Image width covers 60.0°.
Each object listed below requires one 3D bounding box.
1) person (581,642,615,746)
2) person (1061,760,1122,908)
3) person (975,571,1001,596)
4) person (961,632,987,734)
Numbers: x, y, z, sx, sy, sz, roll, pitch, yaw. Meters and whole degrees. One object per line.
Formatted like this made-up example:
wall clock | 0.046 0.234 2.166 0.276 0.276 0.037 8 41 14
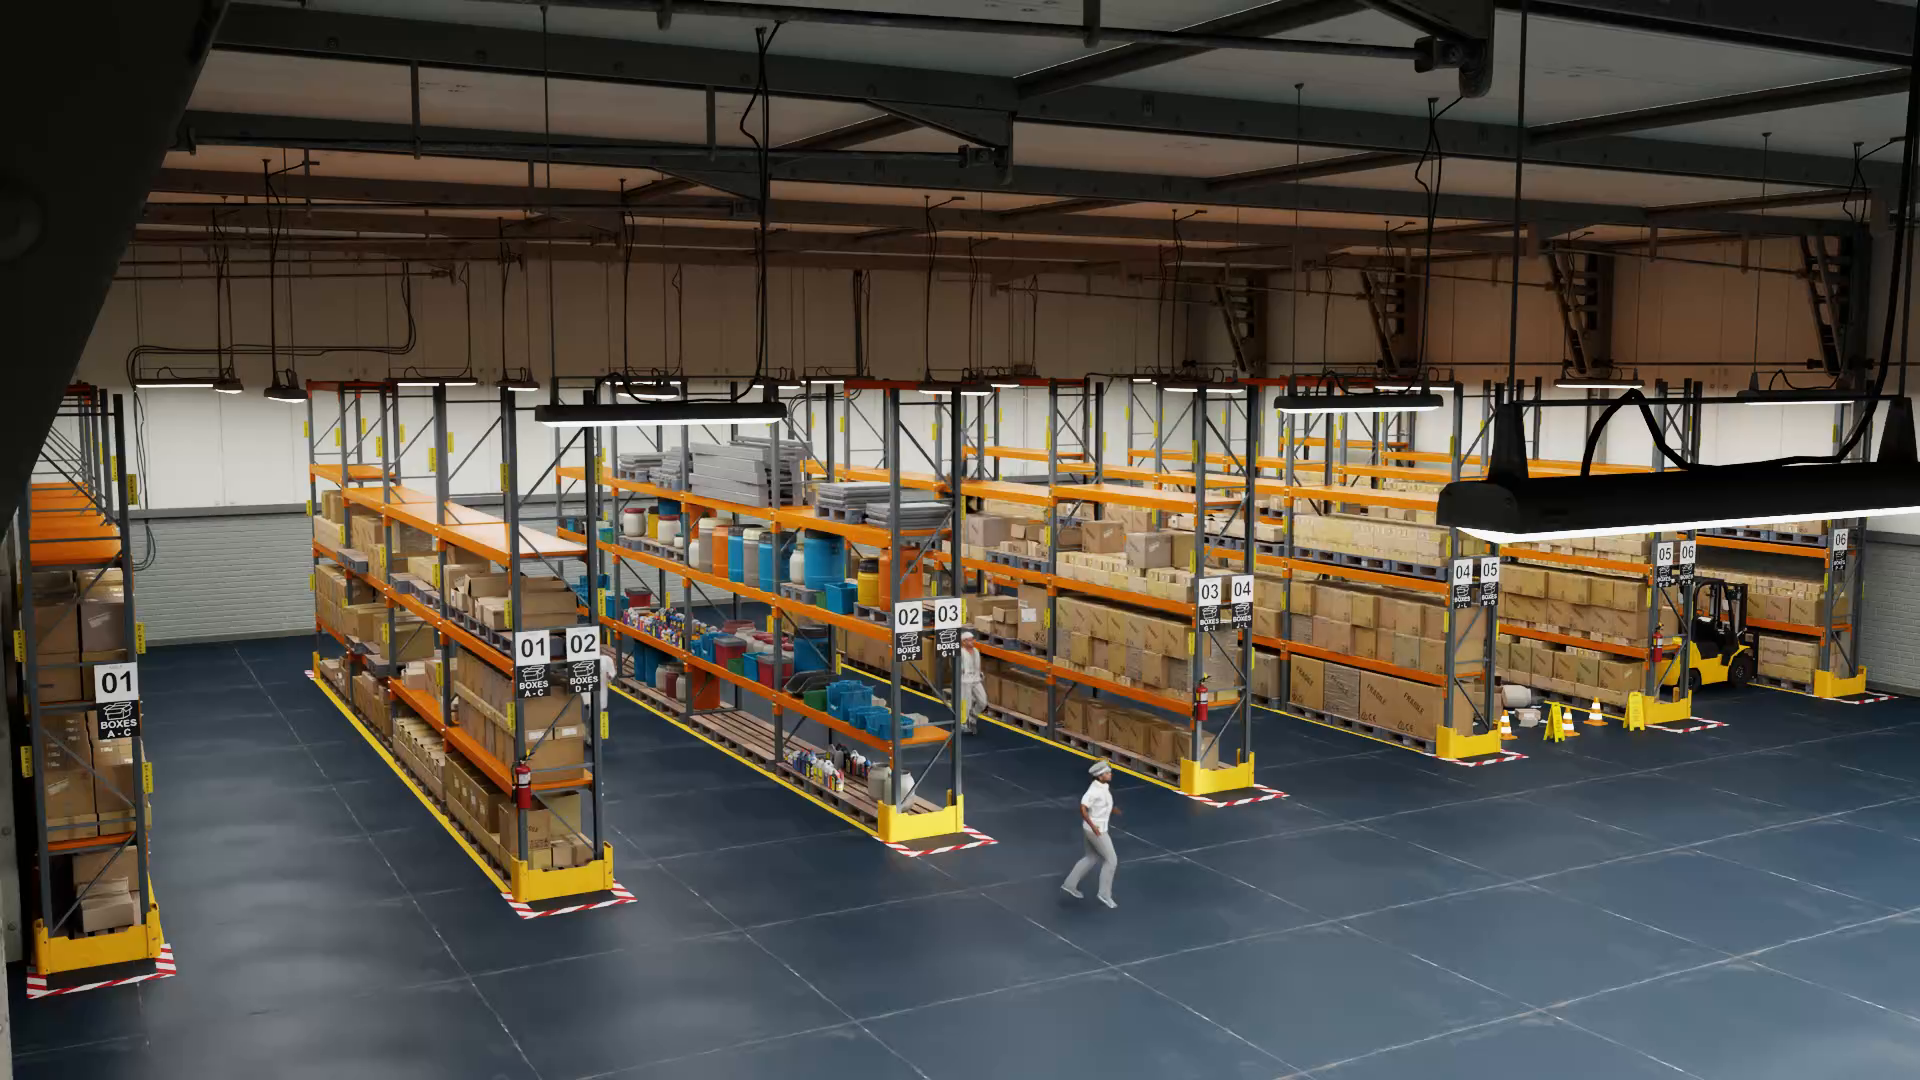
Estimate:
person | -6.024 2.541 27.459 0.691 1.762 0.781 -4 7 -35
person | 1.542 3.436 19.489 0.708 1.773 0.601 0 6 4
person | 0.665 1.590 36.855 0.705 1.648 0.661 -3 7 -27
person | 0.209 2.446 28.250 0.636 1.772 0.626 -4 7 -32
